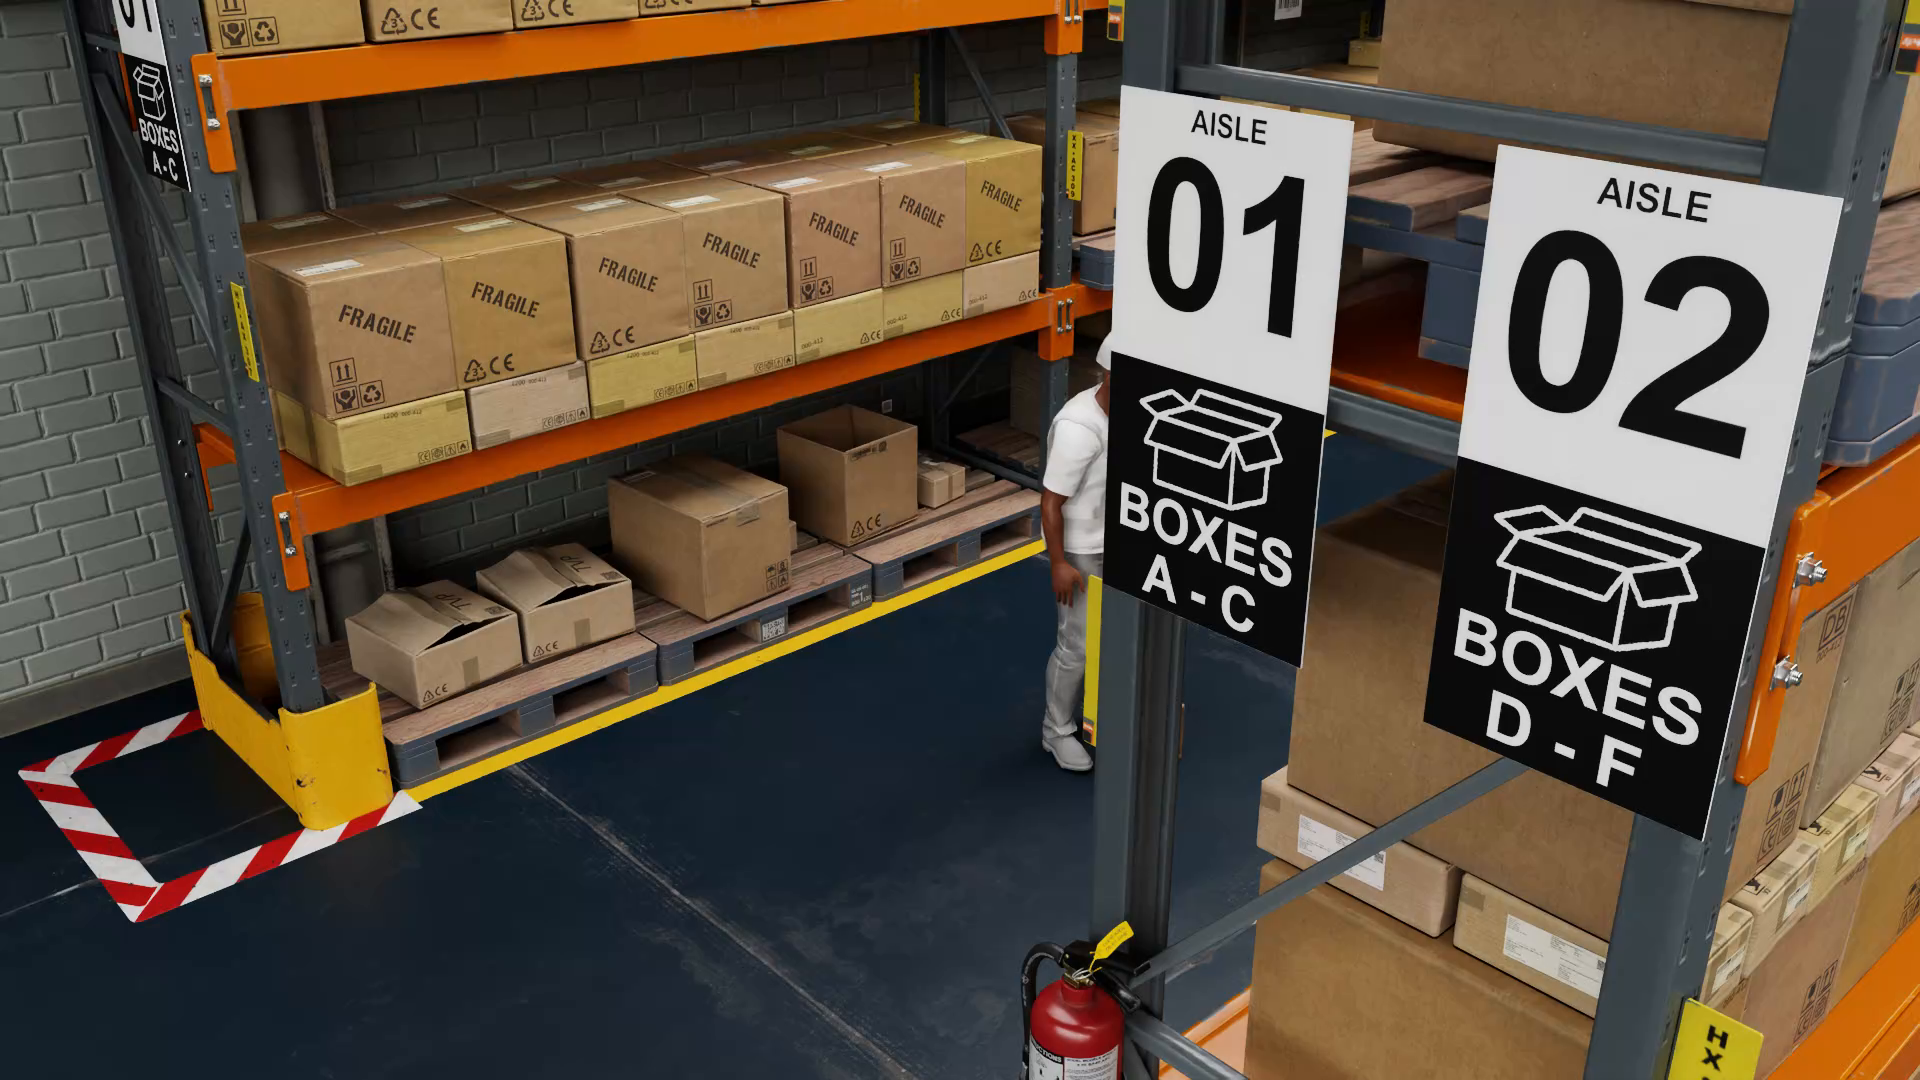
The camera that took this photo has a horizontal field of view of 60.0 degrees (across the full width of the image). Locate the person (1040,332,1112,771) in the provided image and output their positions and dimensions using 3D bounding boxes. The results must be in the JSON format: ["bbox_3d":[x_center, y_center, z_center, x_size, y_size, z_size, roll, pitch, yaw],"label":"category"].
[{"bbox_3d":[0.568,0.017,6.542,0.638,1.761,0.459,-22,32,-40],"label":"person"}]
